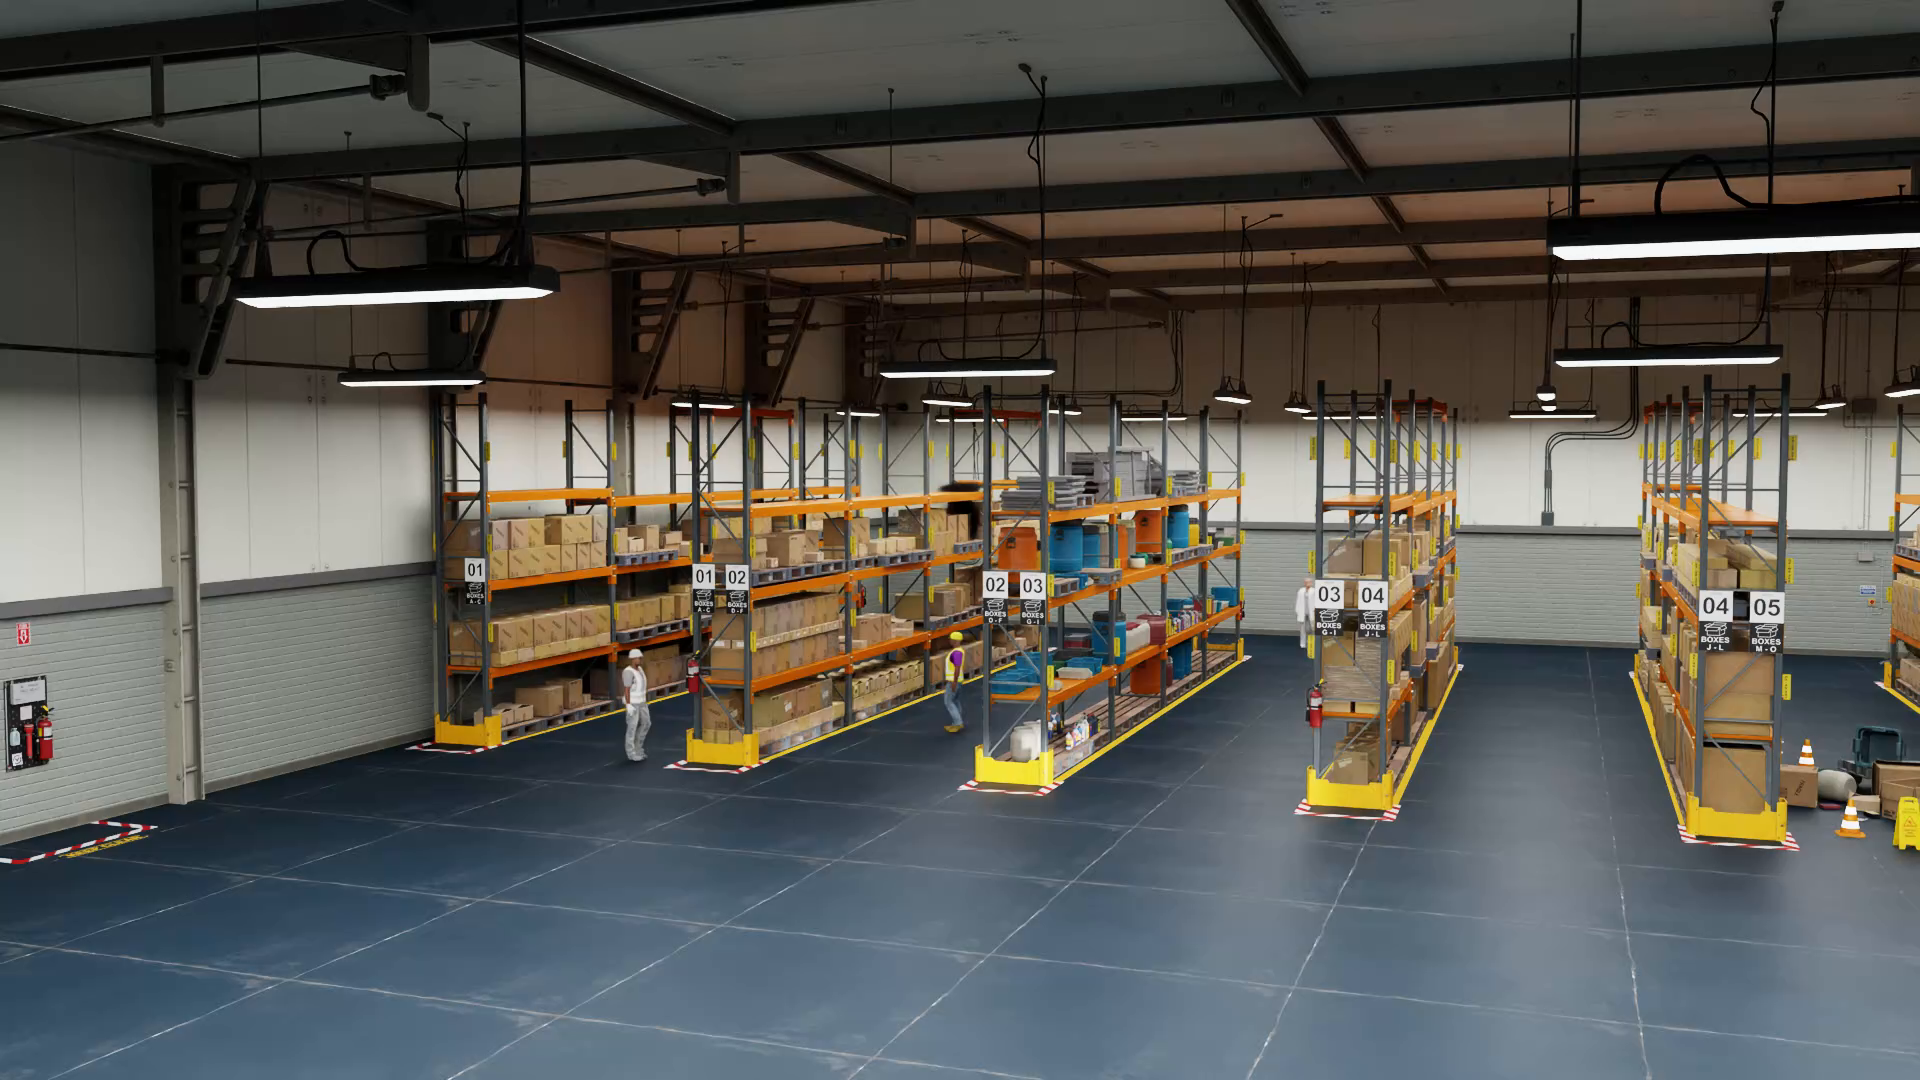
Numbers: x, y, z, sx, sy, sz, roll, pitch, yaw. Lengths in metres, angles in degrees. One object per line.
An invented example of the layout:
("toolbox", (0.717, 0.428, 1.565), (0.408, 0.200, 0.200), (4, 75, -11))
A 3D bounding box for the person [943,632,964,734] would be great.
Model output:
("person", (-0.110, 2.534, 29.726), (0.388, 1.784, 0.618), (0, 3, 6))

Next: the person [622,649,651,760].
("person", (-5.288, 2.694, 27.071), (0.380, 1.843, 0.618), (1, 3, 16))

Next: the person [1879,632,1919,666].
("person", (21.915, 2.079, 38.567), (1.049, 1.730, 0.626), (0, 3, -6))

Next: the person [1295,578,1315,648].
("person", (8.849, 1.869, 42.334), (0.636, 1.803, 0.431), (1, 3, 18))
